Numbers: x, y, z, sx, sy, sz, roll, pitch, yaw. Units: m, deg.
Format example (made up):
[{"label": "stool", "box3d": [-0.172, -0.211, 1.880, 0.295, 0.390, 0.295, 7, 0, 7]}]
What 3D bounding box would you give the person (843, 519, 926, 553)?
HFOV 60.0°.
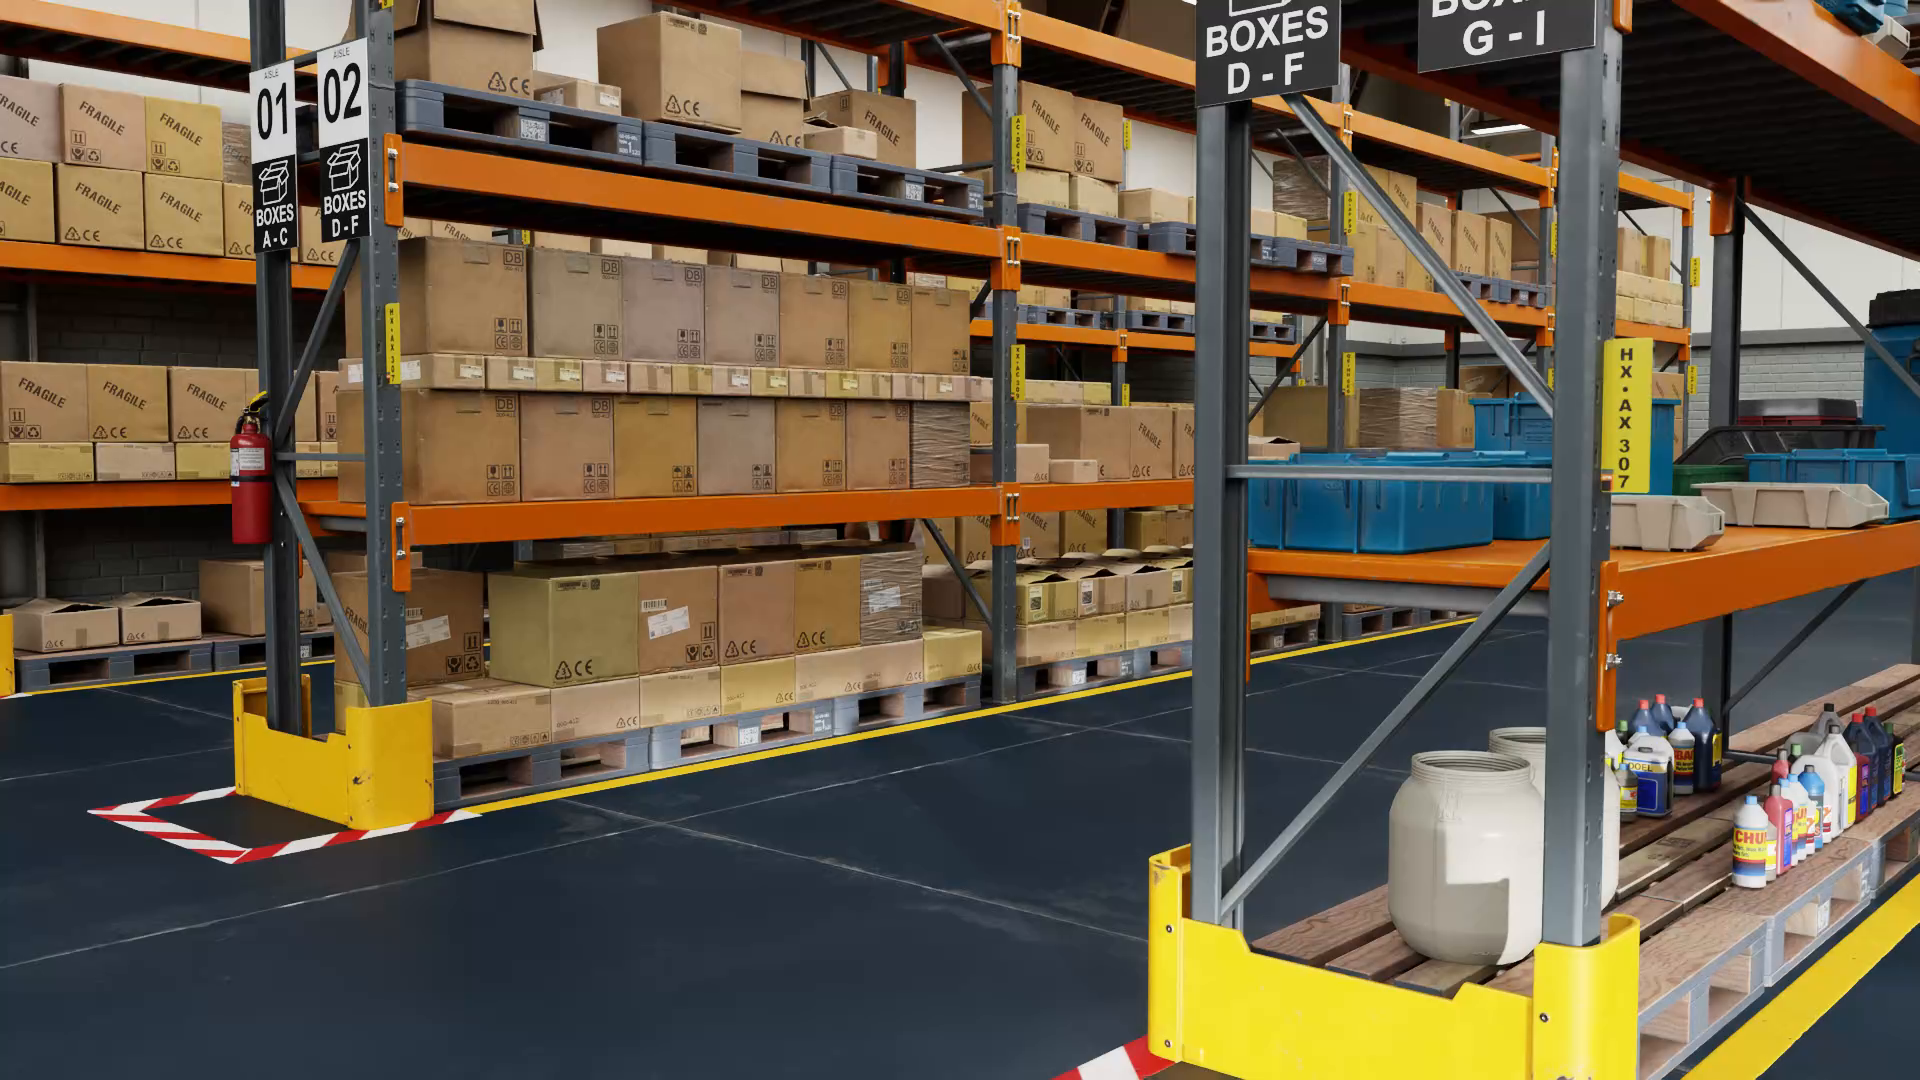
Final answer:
[{"label": "person", "box3d": [-0.543, 0.100, 11.951, 0.627, 1.517, 0.687, 3, 5, 41]}]
